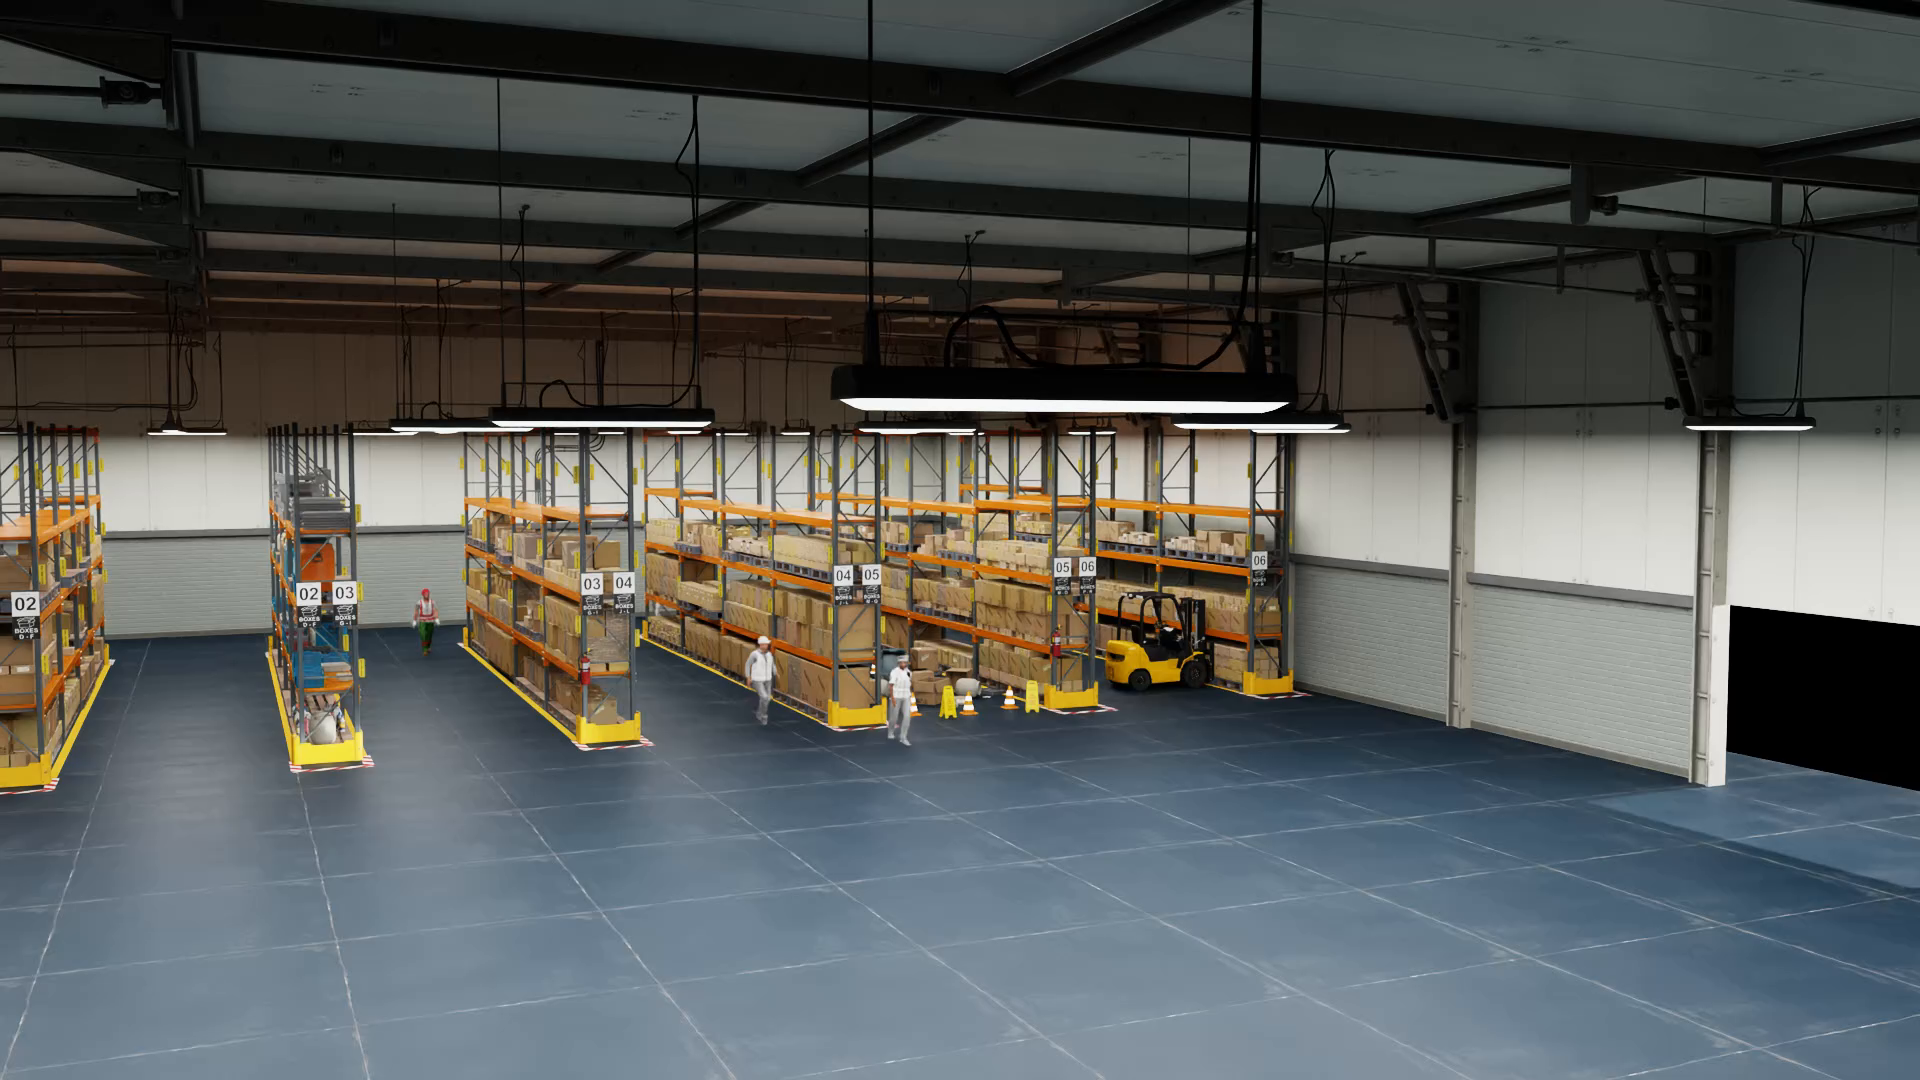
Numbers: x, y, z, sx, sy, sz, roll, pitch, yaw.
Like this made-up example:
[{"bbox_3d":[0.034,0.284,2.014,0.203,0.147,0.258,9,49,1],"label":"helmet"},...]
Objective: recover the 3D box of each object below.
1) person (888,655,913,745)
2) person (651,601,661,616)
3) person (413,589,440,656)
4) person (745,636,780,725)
[{"bbox_3d":[-1.110,3.001,31.335,0.535,1.681,0.739,-2,4,-30],"label":"person"},{"bbox_3d":[-9.399,1.717,51.362,0.560,1.709,1.116,1,4,9],"label":"person"},{"bbox_3d":[-14.070,2.148,43.832,0.672,1.724,1.034,-1,4,-23],"label":"person"},{"bbox_3d":[-3.967,2.850,33.541,0.624,1.823,0.650,-3,5,-44],"label":"person"}]
